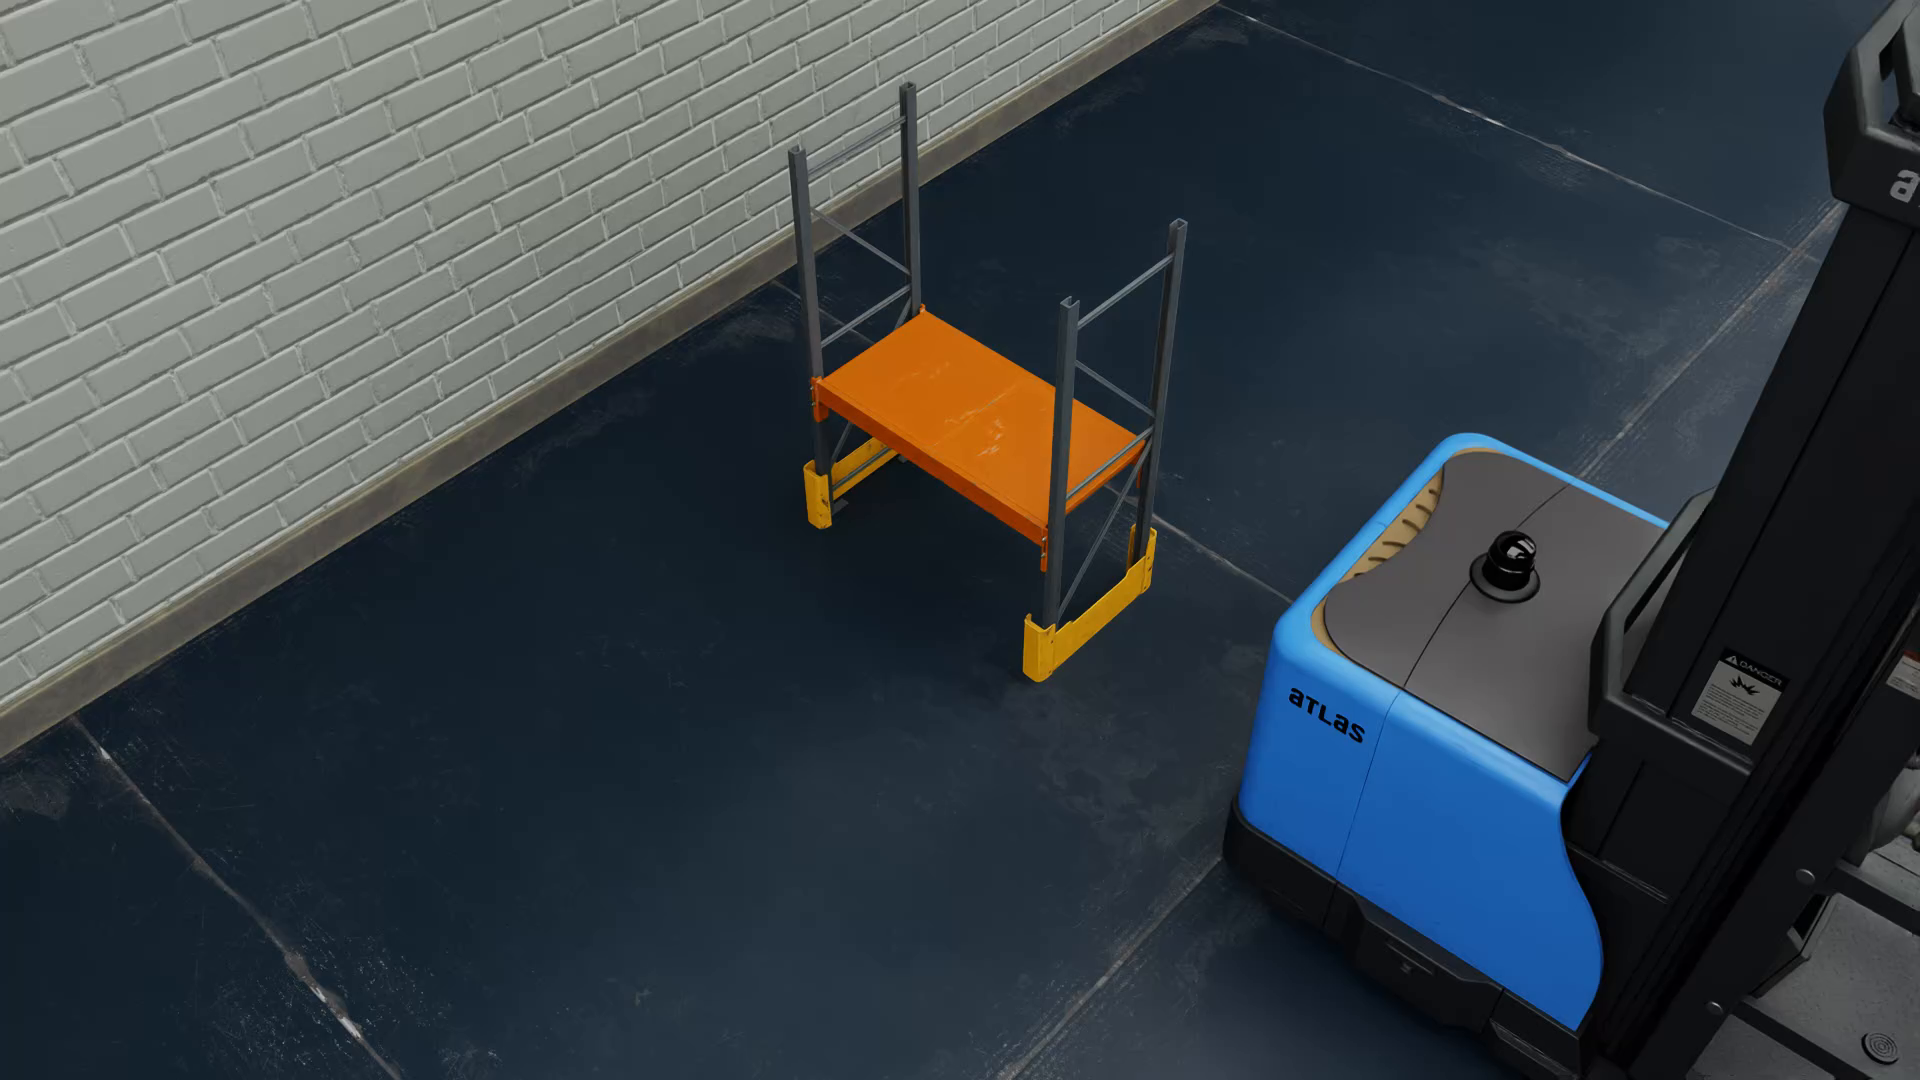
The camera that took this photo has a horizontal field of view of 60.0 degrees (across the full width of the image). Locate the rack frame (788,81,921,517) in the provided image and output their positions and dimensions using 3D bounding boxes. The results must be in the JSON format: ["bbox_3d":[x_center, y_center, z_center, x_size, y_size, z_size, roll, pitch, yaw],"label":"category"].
[{"bbox_3d":[-0.311,-0.723,5.400,0.032,1.500,0.500,34,55,28],"label":"rack frame"}]

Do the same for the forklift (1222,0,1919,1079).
[{"bbox_3d":[2.216,0.366,3.395,3.031,2.935,1.130,31,54,26],"label":"forklift"}]

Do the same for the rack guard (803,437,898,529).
[{"bbox_3d":[-0.310,-0.294,5.855,0.087,0.250,0.587,34,55,28],"label":"rack guard"}]

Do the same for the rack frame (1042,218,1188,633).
[{"bbox_3d":[0.436,-0.220,4.928,0.032,1.500,0.500,34,55,28],"label":"rack frame"}]

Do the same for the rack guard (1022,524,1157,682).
[{"bbox_3d":[0.422,0.198,5.392,0.087,0.250,0.587,34,55,28],"label":"rack guard"}]

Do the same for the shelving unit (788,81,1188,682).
[{"bbox_3d":[0.056,-0.476,5.168,1.083,1.500,0.587,34,55,28],"label":"shelving unit"}]

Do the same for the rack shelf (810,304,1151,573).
[{"bbox_3d":[0.063,-0.348,5.295,1.000,0.185,0.538,34,55,28],"label":"rack shelf"}]
